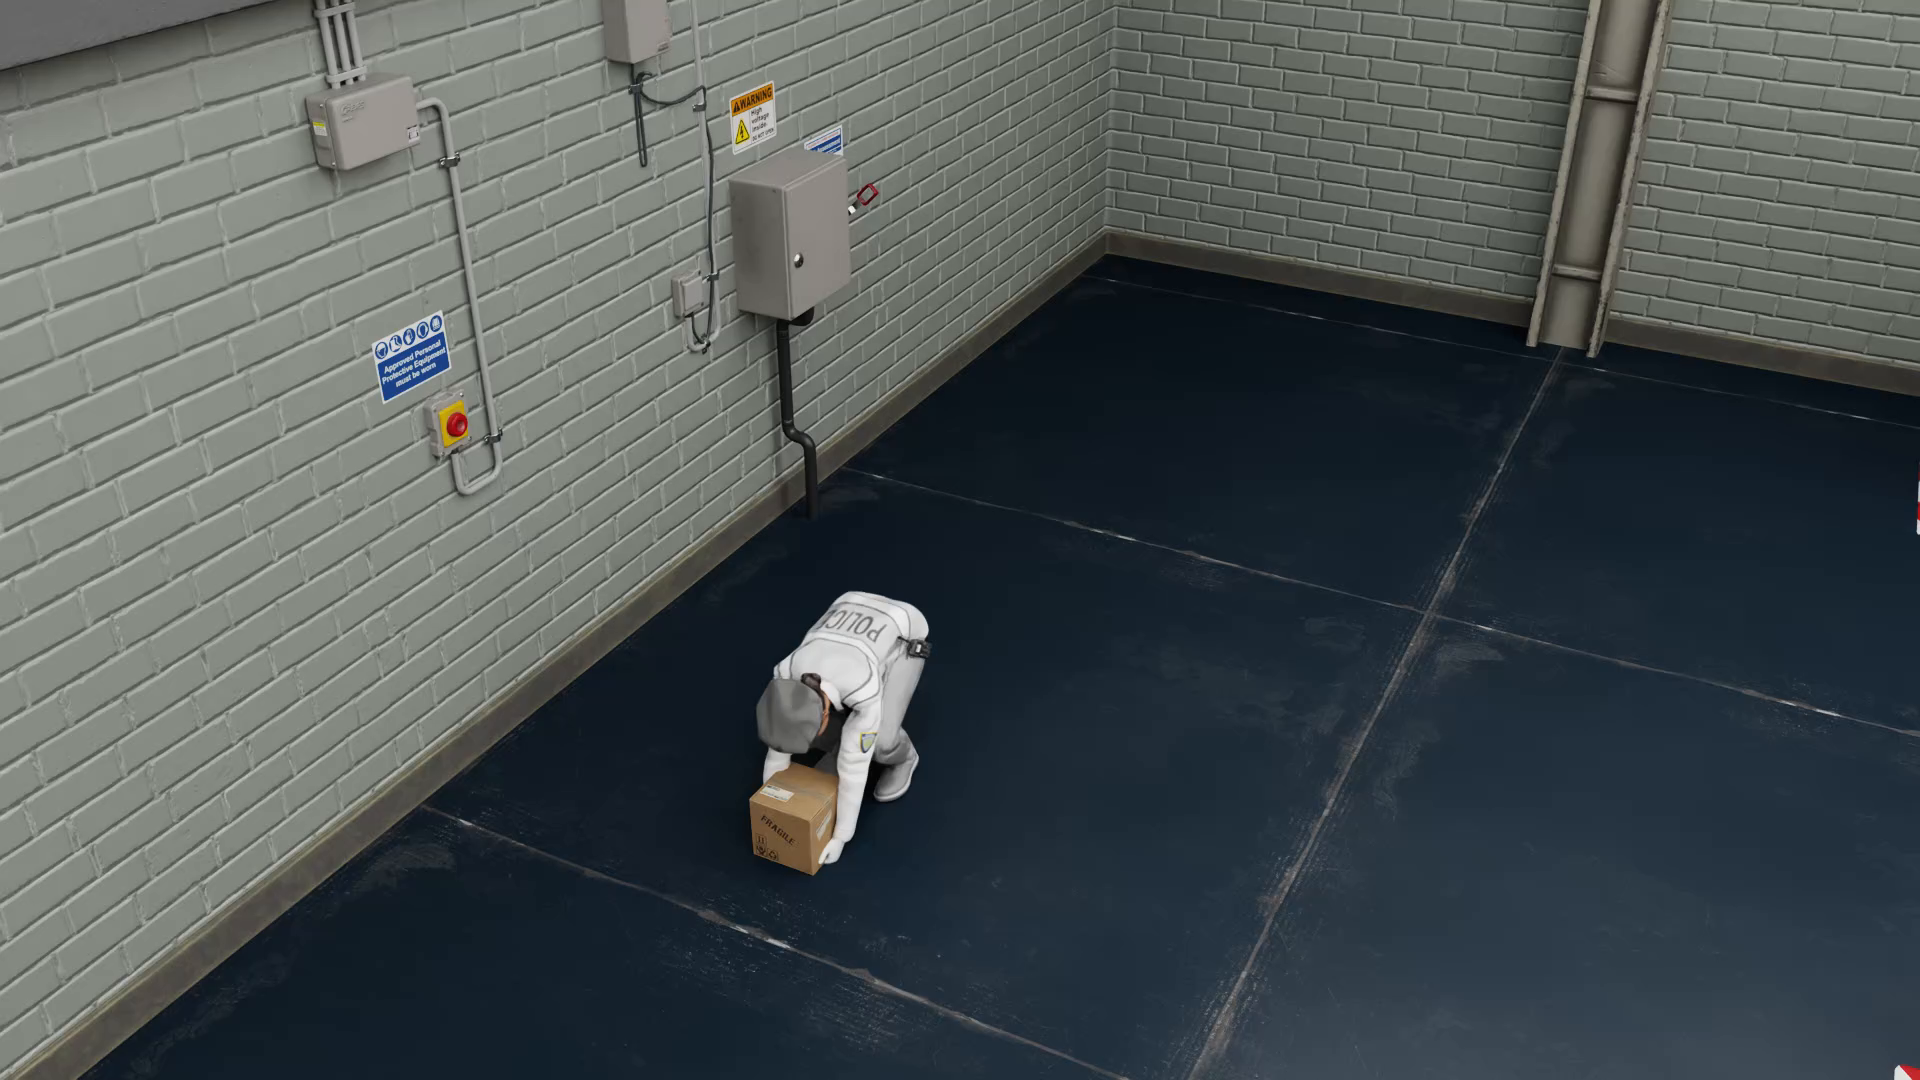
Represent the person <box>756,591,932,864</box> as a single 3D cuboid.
[{"bbox_3d":[-0.418,0.639,5.960,0.448,0.762,0.915,14,33,22],"label":"person"}]
